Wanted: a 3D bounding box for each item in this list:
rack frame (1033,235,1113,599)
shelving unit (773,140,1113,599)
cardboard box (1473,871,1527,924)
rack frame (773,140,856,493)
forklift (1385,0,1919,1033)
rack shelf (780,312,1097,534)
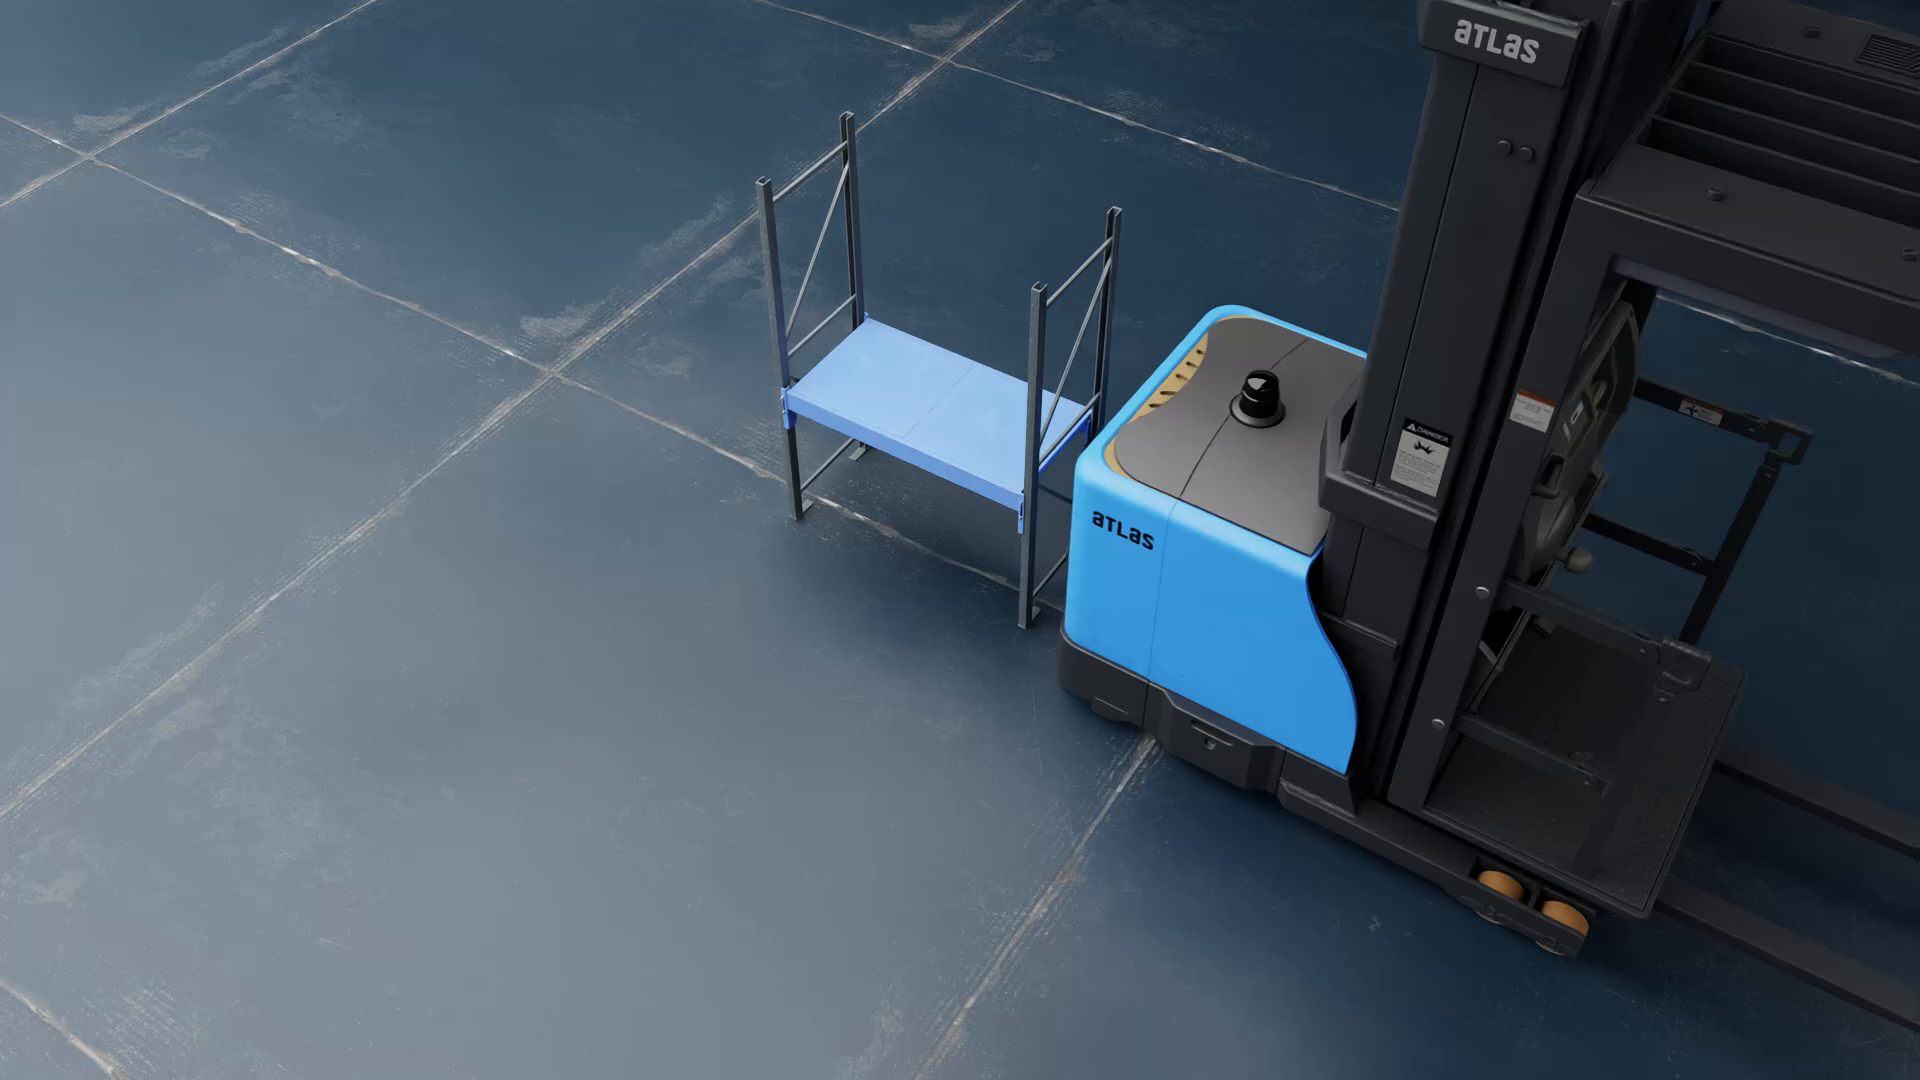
[{"bbox_3d":[0.355,-0.358,5.552,0.013,1.308,0.475,25,51,22],"label":"rack frame"},{"bbox_3d":[-0.072,-0.556,5.744,1.030,1.308,0.538,25,51,22],"label":"shelving unit"},{"bbox_3d":[1.642,1.091,5.081,0.160,0.156,0.130,24,50,21],"label":"cardboard box"},{"bbox_3d":[-0.501,-0.752,5.934,0.013,1.308,0.475,25,51,22],"label":"rack frame"},{"bbox_3d":[1.841,-0.206,4.407,3.031,2.935,1.121,25,51,23],"label":"forklift"},{"bbox_3d":[-0.072,-0.430,5.873,1.000,0.185,0.538,25,51,22],"label":"rack shelf"}]
